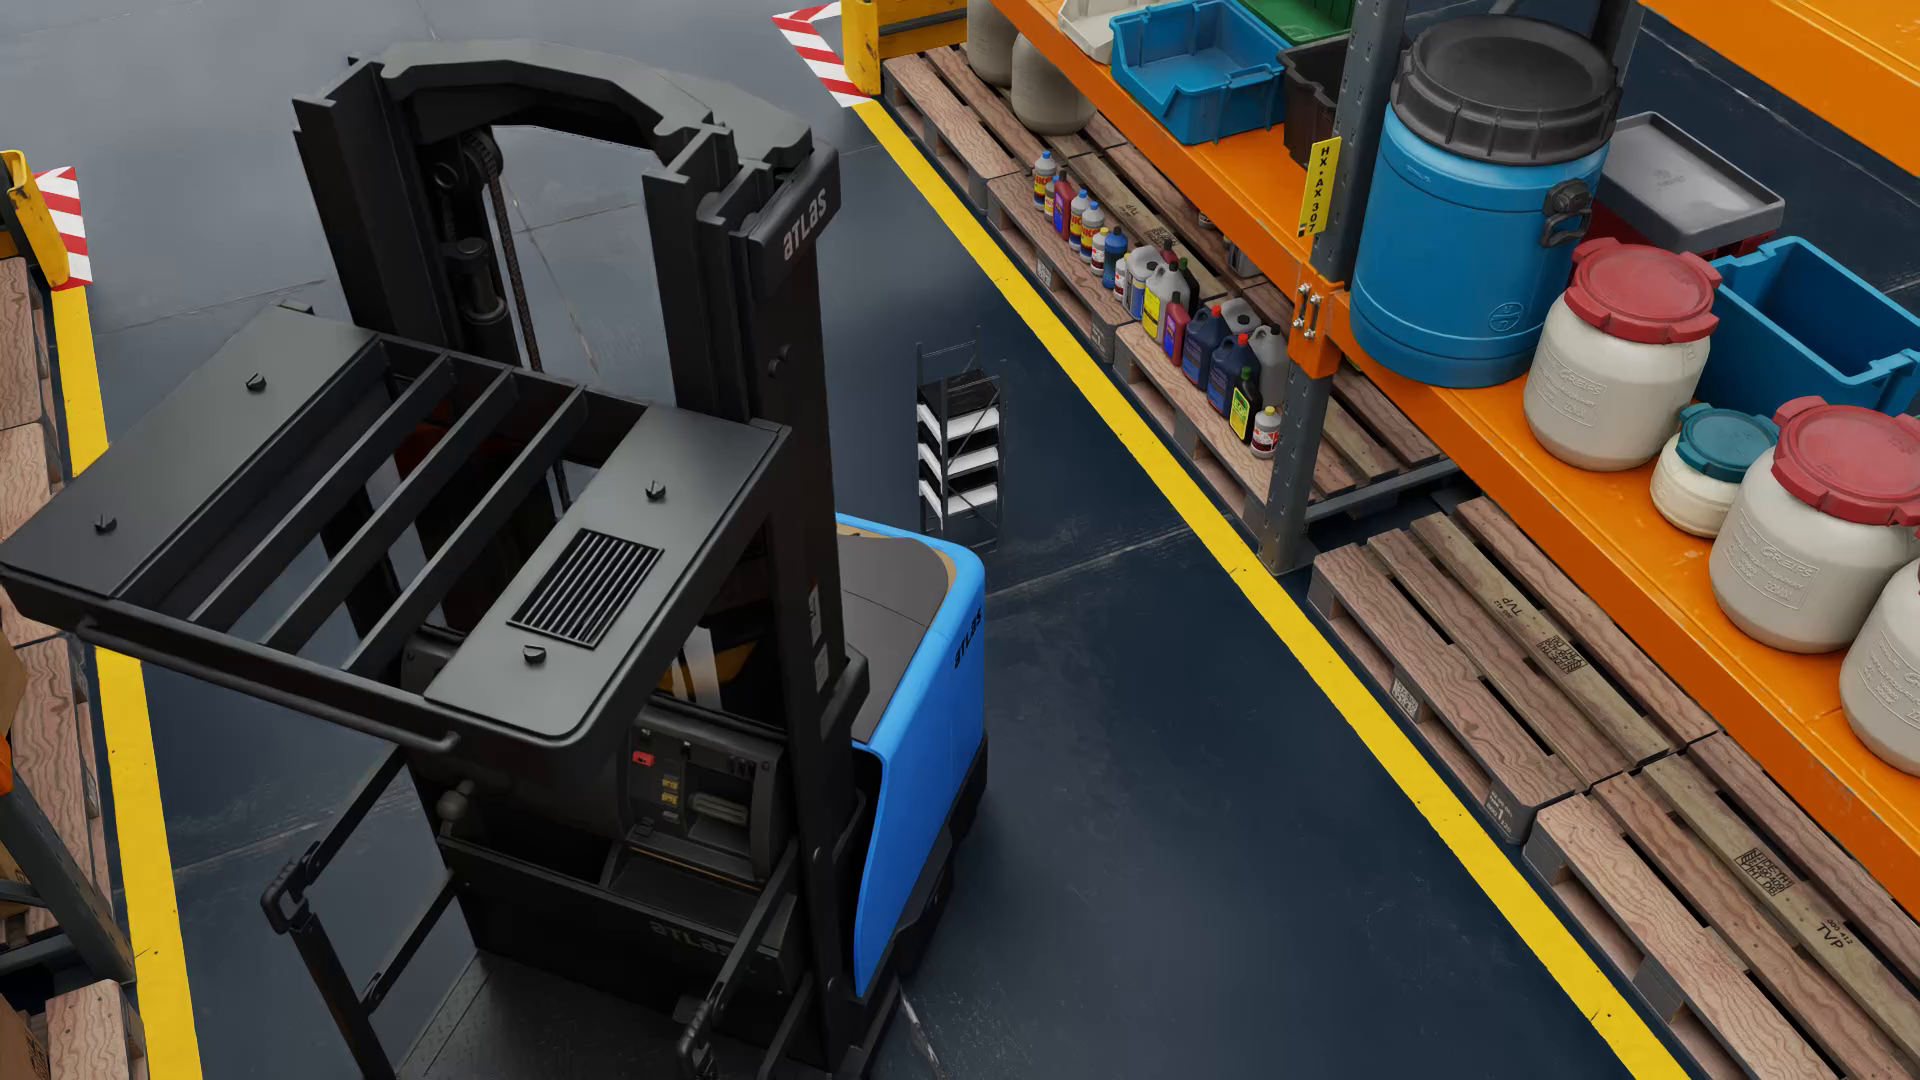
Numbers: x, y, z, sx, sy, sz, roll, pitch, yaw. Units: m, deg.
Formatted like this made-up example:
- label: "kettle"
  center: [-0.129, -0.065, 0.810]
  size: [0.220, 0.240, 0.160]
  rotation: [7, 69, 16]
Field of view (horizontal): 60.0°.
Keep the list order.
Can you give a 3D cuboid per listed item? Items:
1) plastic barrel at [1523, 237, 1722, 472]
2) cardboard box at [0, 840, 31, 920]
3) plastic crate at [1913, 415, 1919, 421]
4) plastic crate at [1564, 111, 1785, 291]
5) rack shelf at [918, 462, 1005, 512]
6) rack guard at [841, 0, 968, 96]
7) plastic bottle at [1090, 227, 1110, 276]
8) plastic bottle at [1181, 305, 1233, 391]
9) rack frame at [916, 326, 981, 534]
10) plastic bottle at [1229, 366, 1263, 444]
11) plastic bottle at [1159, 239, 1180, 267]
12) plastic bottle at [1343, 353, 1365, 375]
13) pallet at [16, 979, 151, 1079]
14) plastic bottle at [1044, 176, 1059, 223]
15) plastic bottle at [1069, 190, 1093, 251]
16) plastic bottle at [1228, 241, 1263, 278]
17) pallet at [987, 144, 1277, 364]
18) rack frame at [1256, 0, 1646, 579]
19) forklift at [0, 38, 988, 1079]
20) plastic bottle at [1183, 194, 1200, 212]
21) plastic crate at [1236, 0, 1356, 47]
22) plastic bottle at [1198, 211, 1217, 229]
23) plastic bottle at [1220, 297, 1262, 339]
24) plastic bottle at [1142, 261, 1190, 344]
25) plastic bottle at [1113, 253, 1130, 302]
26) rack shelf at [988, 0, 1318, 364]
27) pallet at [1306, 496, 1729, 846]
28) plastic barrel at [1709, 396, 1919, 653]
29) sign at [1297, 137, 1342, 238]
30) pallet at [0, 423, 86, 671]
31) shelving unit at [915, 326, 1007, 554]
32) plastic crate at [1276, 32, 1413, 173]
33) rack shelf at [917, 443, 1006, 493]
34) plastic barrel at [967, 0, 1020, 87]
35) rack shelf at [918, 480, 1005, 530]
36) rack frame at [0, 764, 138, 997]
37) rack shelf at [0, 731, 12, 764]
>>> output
- label: "plastic barrel"
  center: [1.783, -0.485, 4.510]
  size: [0.433, 0.535, 0.433]
  rotation: [0, 45, 0]
- label: "cardboard box"
  center: [-3.046, 0.825, 4.759]
  size: [0.500, 0.500, 0.500]
  rotation: [-19, 48, -19]
- label: "plastic crate"
  center: [2.568, -0.010, 4.275]
  size: [0.450, 0.188, 0.662]
  rotation: [-18, 47, -17]
- label: "plastic crate"
  center: [2.061, -0.916, 4.997]
  size: [0.402, 0.464, 0.583]
  rotation: [-18, 47, -17]
- label: "rack shelf"
  center: [0.003, -0.227, 6.015]
  size: [0.258, 0.077, 0.200]
  rotation: [-18, 47, -17]
- label: "rack guard"
  center: [-0.027, -2.736, 8.667]
  size: [1.175, 0.500, 0.348]
  rotation: [-18, 47, -17]
- label: "plastic bottle"
  center: [0.606, -1.228, 7.038]
  size: [0.097, 0.201, 0.097]
  rotation: [0, 45, 0]
- label: "plastic bottle"
  center: [0.967, -0.773, 6.470]
  size: [0.144, 0.351, 0.185]
  rotation: [-20, 48, -19]
- label: "rack frame"
  center: [-0.039, -0.380, 5.994]
  size: [0.240, 0.900, 0.006]
  rotation: [-18, 47, -17]
- label: "plastic bottle"
  center: [1.078, -0.510, 6.252]
  size: [0.061, 0.283, 0.133]
  rotation: [-16, 47, -15]
- label: "plastic bottle"
  center: [0.863, -1.091, 6.841]
  size: [0.061, 0.283, 0.133]
  rotation: [-18, 47, -17]
- label: "plastic bottle"
  center: [1.587, -0.800, 6.546]
  size: [0.061, 0.283, 0.133]
  rotation: [-18, 47, -17]
- label: "pallet"
  center: [-2.585, 1.839, 4.235]
  size: [1.003, 0.211, 1.213]
  rotation: [-18, 47, -17]
- label: "plastic bottle"
  center: [0.421, -1.508, 7.321]
  size: [0.097, 0.201, 0.097]
  rotation: [0, 45, 0]
- label: "plastic bottle"
  center: [0.522, -1.380, 7.142]
  size: [0.097, 0.271, 0.097]
  rotation: [0, 45, 0]
- label: "plastic bottle"
  center: [1.235, -1.267, 7.024]
  size: [0.152, 0.276, 0.135]
  rotation: [-18, 47, -17]
- label: "pallet"
  center: [0.819, -1.338, 7.456]
  size: [1.003, 0.211, 1.213]
  rotation: [-18, 47, -17]
- label: "rack frame"
  center: [1.580, -1.112, 5.241]
  size: [1.000, 3.000, 0.127]
  rotation: [-18, 47, -17]
- label: "forklift"
  center: [-0.906, 0.601, 3.554]
  size: [1.130, 2.935, 3.031]
  rotation: [15, 46, 14]
- label: "plastic bottle"
  center: [1.053, -1.609, 7.366]
  size: [0.061, 0.283, 0.133]
  rotation: [-18, 47, -17]
- label: "plastic crate"
  center: [1.265, -1.985, 6.276]
  size: [0.450, 0.188, 0.662]
  rotation: [-18, 47, -17]
- label: "plastic bottle"
  center: [1.102, -1.474, 7.288]
  size: [0.097, 0.201, 0.097]
  rotation: [0, 45, 0]
- label: "plastic bottle"
  center: [1.091, -0.806, 6.557]
  size: [0.152, 0.276, 0.135]
  rotation: [-18, 47, -17]
- label: "plastic bottle"
  center: [0.831, -0.979, 6.679]
  size: [0.144, 0.351, 0.185]
  rotation: [-18, 47, -18]
- label: "plastic bottle"
  center: [0.692, -1.097, 6.906]
  size: [0.097, 0.201, 0.097]
  rotation: [0, 45, 0]
- label: "rack shelf"
  center: [0.739, -2.130, 6.785]
  size: [1.077, 0.370, 4.000]
  rotation: [-18, 47, -17]
- label: "pallet"
  center: [1.945, 0.370, 5.725]
  size: [1.003, 0.211, 1.213]
  rotation: [-18, 47, -17]
- label: "plastic barrel"
  center: [2.092, -0.018, 4.036]
  size: [0.433, 0.535, 0.433]
  rotation: [0, 45, 0]
- label: "sign"
  center: [1.076, -1.055, 4.986]
  size: [0.100, 0.325, 0.005]
  rotation: [-18, 47, -17]
- label: "pallet"
  center: [-3.745, 0.148, 5.950]
  size: [1.003, 0.211, 1.213]
  rotation: [-18, 47, -17]
- label: "shelving unit"
  center: [0.003, -0.315, 5.929]
  size: [0.258, 0.900, 0.210]
  rotation: [-18, 47, -17]
- label: "plastic crate"
  center: [1.475, -1.461, 5.639]
  size: [0.767, 0.338, 0.504]
  rotation: [-18, 47, -17]
- label: "rack shelf"
  center: [0.003, -0.291, 5.952]
  size: [0.258, 0.077, 0.200]
  rotation: [-18, 47, -17]
- label: "plastic barrel"
  center: [0.244, -2.528, 8.148]
  size: [0.421, 0.512, 0.421]
  rotation: [0, 45, 0]
- label: "rack shelf"
  center: [0.003, -0.163, 6.079]
  size: [0.258, 0.077, 0.200]
  rotation: [-18, 47, -17]
- label: "rack frame"
  center: [-2.914, 0.351, 3.758]
  size: [1.000, 3.000, 0.127]
  rotation: [-18, 47, -17]
- label: "rack shelf"
  center: [-3.755, -0.667, 5.303]
  size: [1.077, 0.370, 4.000]
  rotation: [-18, 47, -17]
